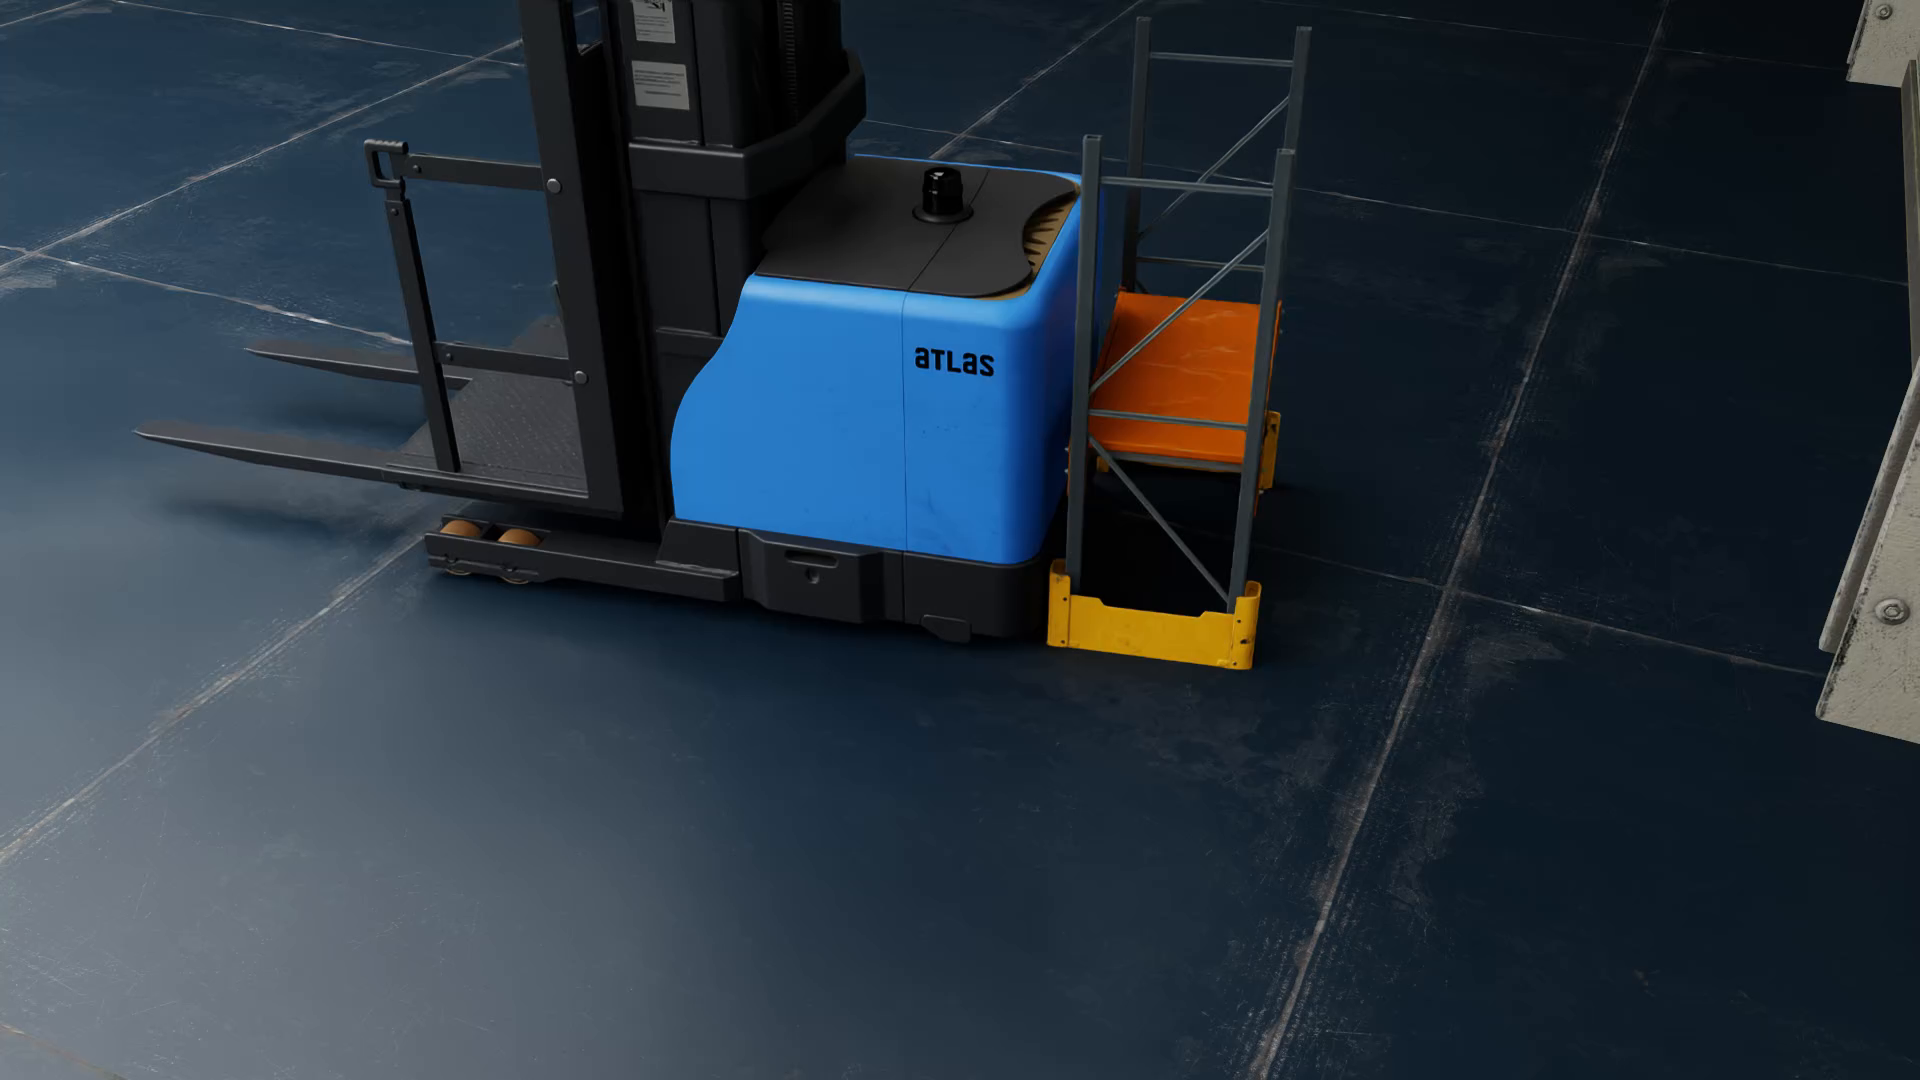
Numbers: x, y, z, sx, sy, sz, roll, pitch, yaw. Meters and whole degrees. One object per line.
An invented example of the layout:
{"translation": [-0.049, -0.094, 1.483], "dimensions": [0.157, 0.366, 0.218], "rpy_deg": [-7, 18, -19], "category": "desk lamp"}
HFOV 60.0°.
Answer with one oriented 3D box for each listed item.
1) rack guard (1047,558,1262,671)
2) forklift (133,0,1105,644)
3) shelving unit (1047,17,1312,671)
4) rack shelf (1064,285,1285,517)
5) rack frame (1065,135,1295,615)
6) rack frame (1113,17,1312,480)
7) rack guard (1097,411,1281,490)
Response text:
{"translation": [0.543, 0.210, 4.702], "dimensions": [0.587, 0.250, 0.087], "rpy_deg": [7, 34, 10], "category": "rack guard"}
{"translation": [-1.129, -1.361, 4.653], "dimensions": [3.031, 2.935, 1.130], "rpy_deg": [8, 34, 12], "category": "forklift"}
{"translation": [0.648, -0.580, 4.767], "dimensions": [0.587, 1.500, 1.083], "rpy_deg": [7, 34, 10], "category": "shelving unit"}
{"translation": [0.650, -0.434, 4.873], "dimensions": [0.538, 0.185, 1.000], "rpy_deg": [7, 34, 10], "category": "rack shelf"}
{"translation": [0.543, -0.312, 4.358], "dimensions": [0.500, 1.500, 0.032], "rpy_deg": [7, 34, 10], "category": "rack frame"}
{"translation": [0.757, -0.857, 5.190], "dimensions": [0.500, 1.500, 0.032], "rpy_deg": [7, 34, 10], "category": "rack frame"}
{"translation": [0.753, -0.324, 5.516], "dimensions": [0.587, 0.250, 0.087], "rpy_deg": [7, 34, 10], "category": "rack guard"}
